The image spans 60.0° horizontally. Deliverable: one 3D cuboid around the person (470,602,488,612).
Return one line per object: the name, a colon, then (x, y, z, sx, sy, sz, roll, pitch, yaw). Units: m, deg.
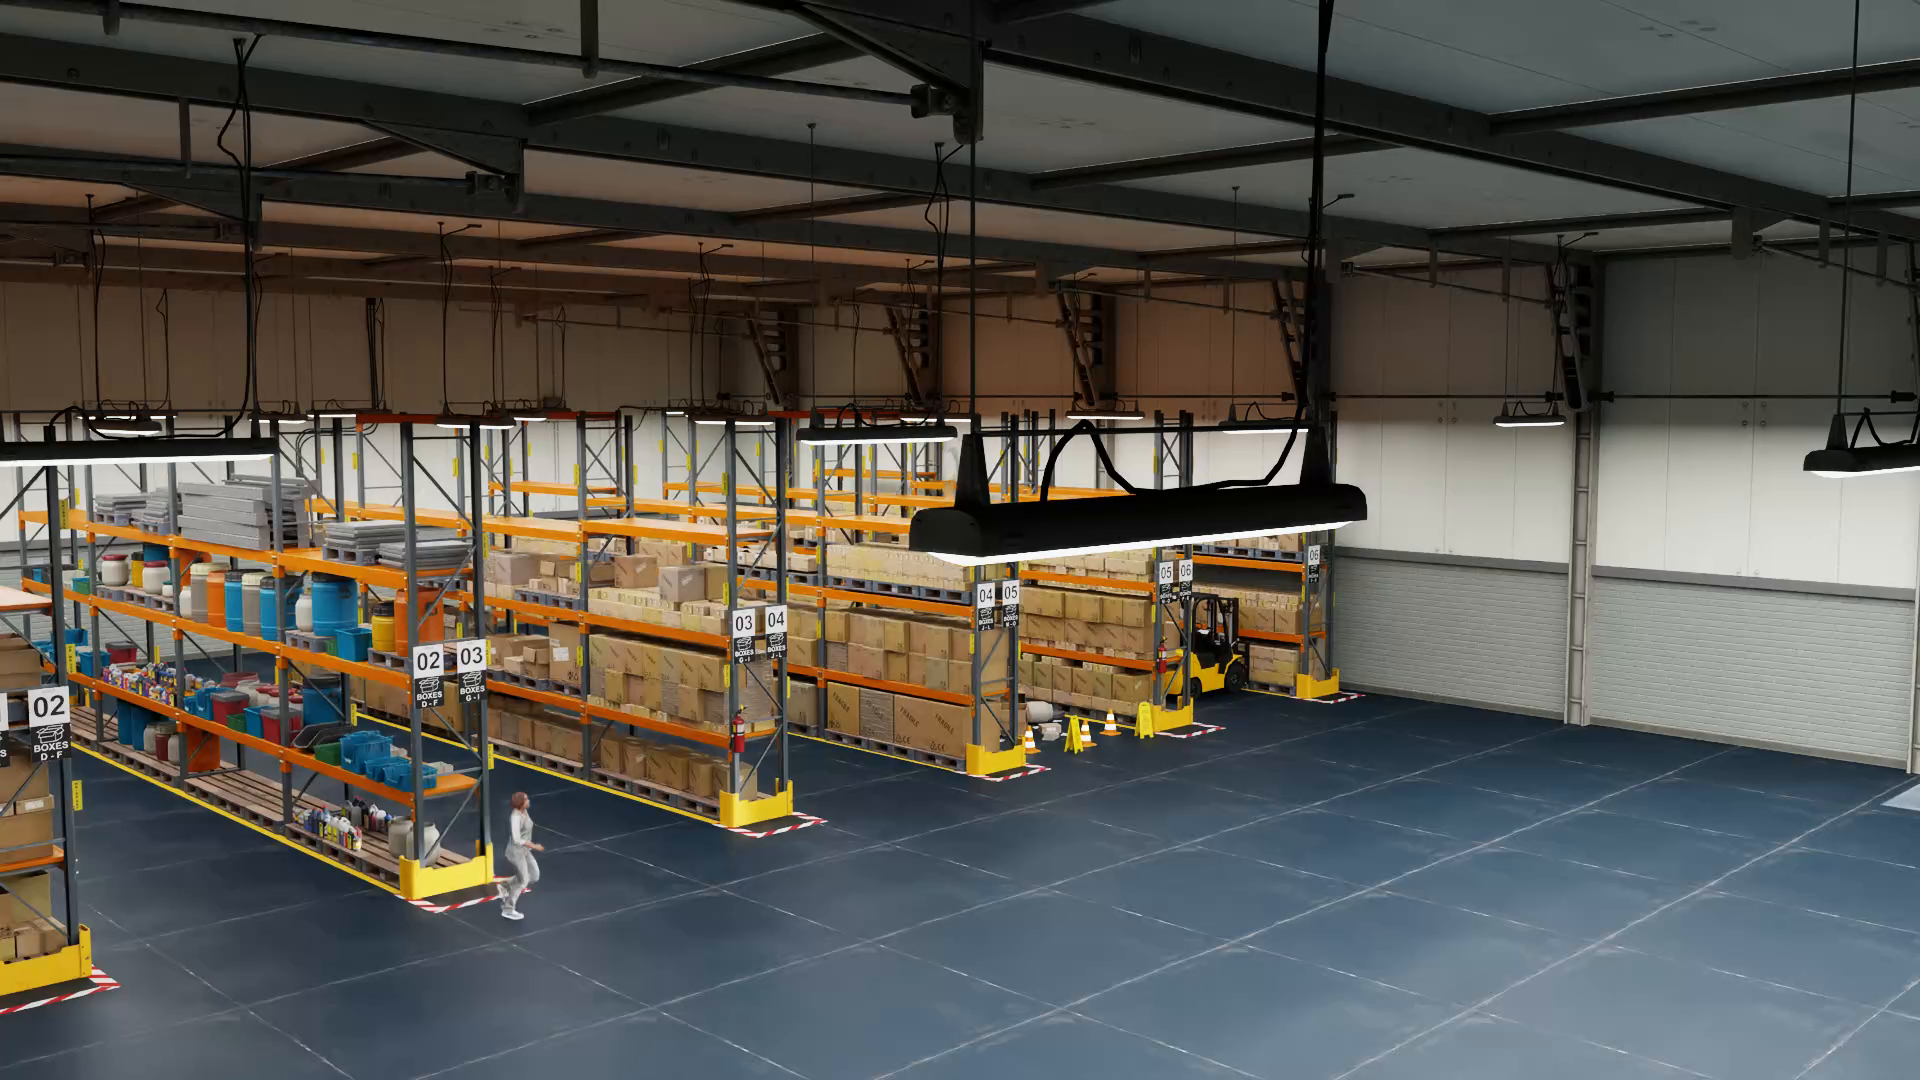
person: (-11.693, 2.006, 40.289, 0.557, 1.685, 0.769, -3, 6, -34)

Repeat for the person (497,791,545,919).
person: (-5.335, 3.813, 20.202, 0.601, 1.564, 0.575, 0, 5, -4)
